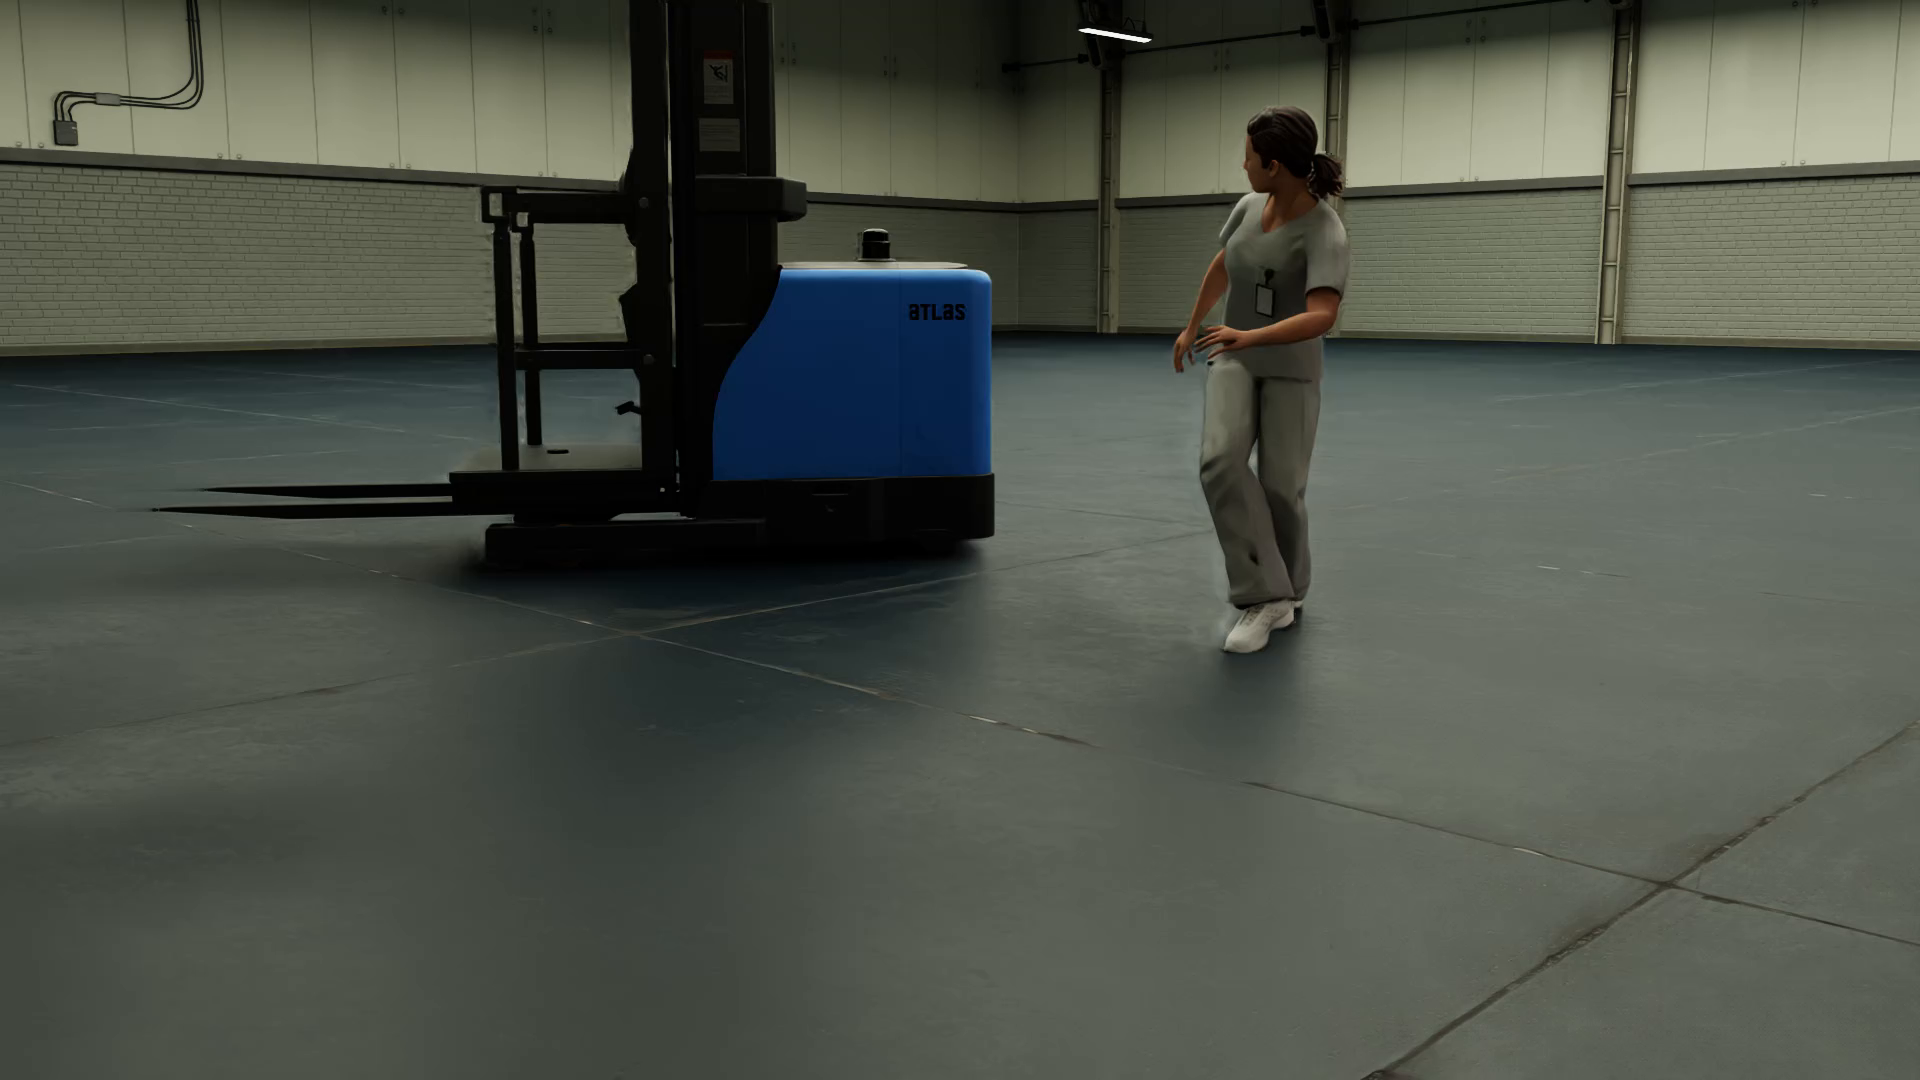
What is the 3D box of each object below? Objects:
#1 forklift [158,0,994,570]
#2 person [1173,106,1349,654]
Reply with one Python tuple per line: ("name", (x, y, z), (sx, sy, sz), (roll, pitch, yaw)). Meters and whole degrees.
("forklift", (-1.433, -1.425, 6.338), (3.031, 2.935, 1.130), (-1, 9, -9))
("person", (0.810, -0.492, 4.907), (0.676, 1.519, 0.750), (6, 10, 34))
